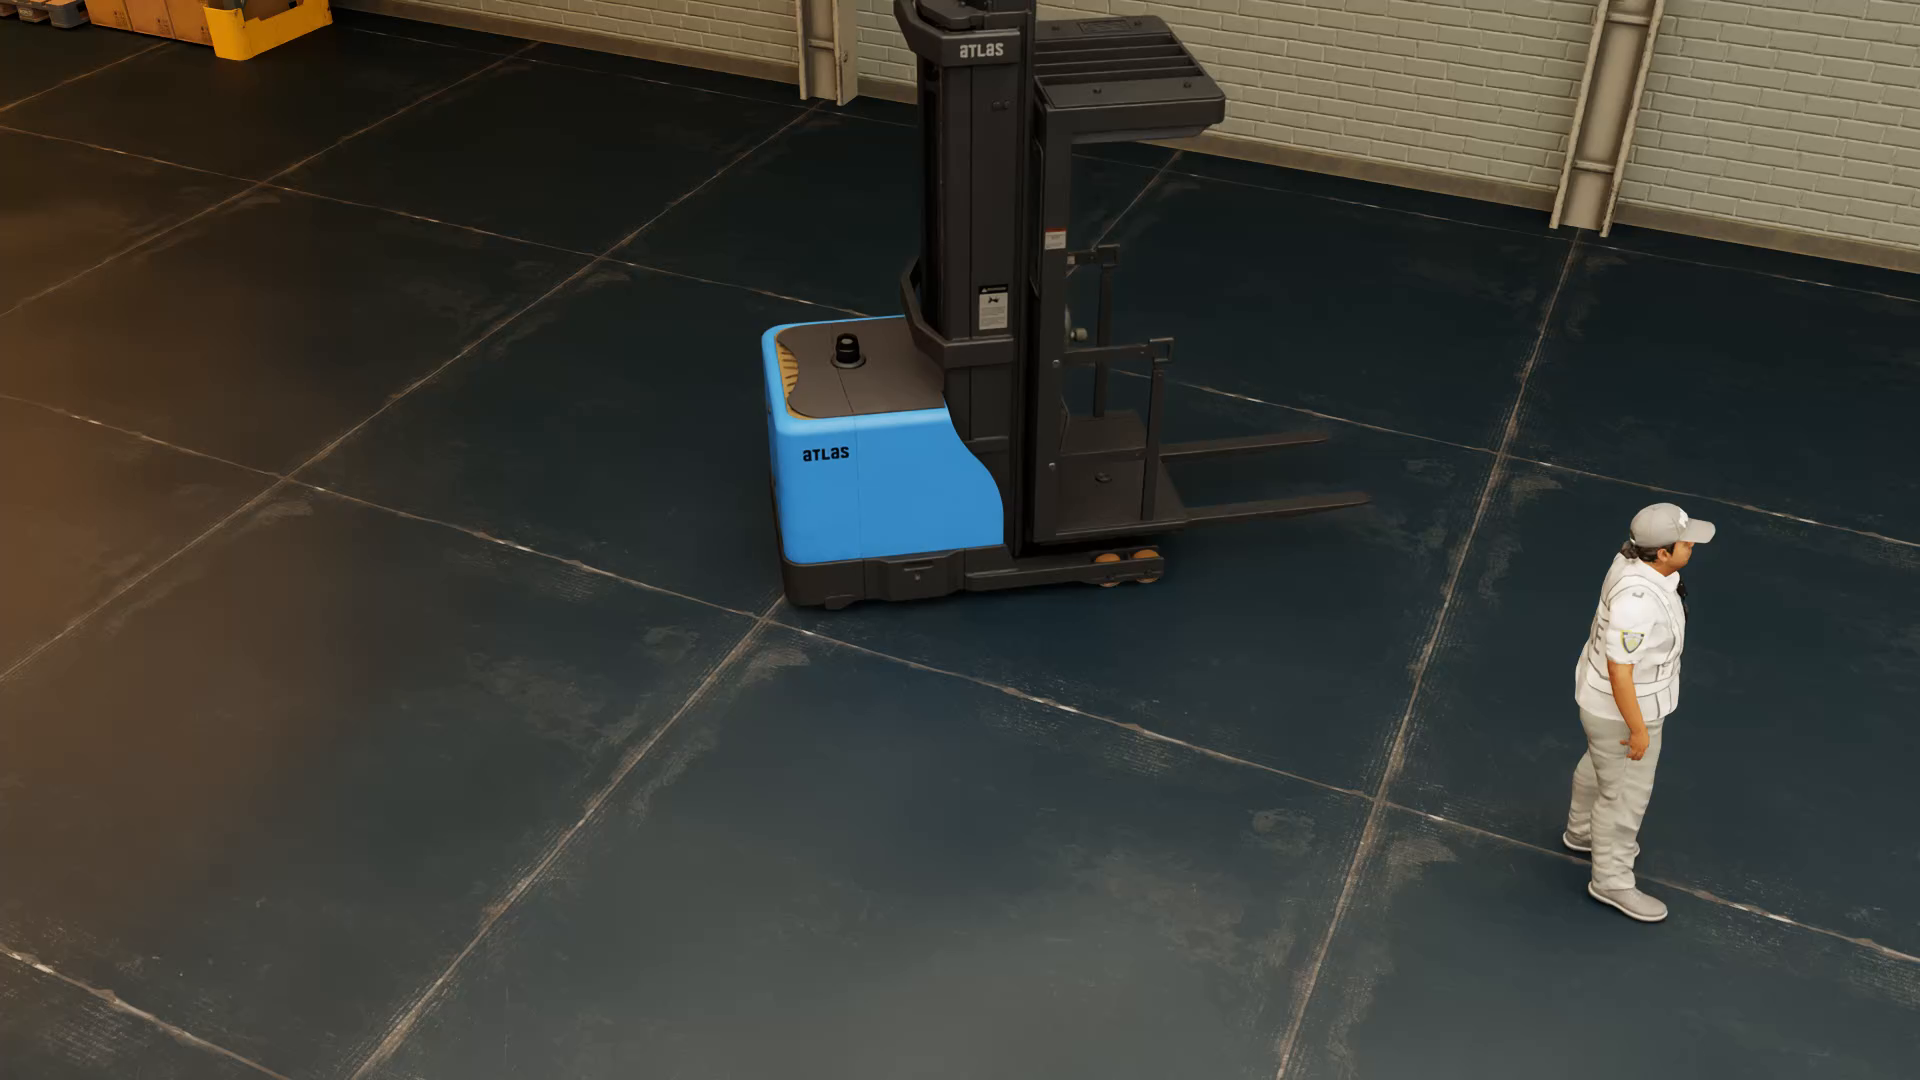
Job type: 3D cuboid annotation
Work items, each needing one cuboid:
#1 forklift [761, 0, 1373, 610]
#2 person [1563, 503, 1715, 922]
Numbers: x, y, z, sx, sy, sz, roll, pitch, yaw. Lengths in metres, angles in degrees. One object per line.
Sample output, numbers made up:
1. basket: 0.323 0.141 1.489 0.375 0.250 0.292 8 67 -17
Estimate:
1. forklift: 0.568 -1.257 7.849 3.031 2.935 1.130 -6 36 -8
2. person: 2.600 0.618 6.297 0.530 1.670 0.598 11 37 16
